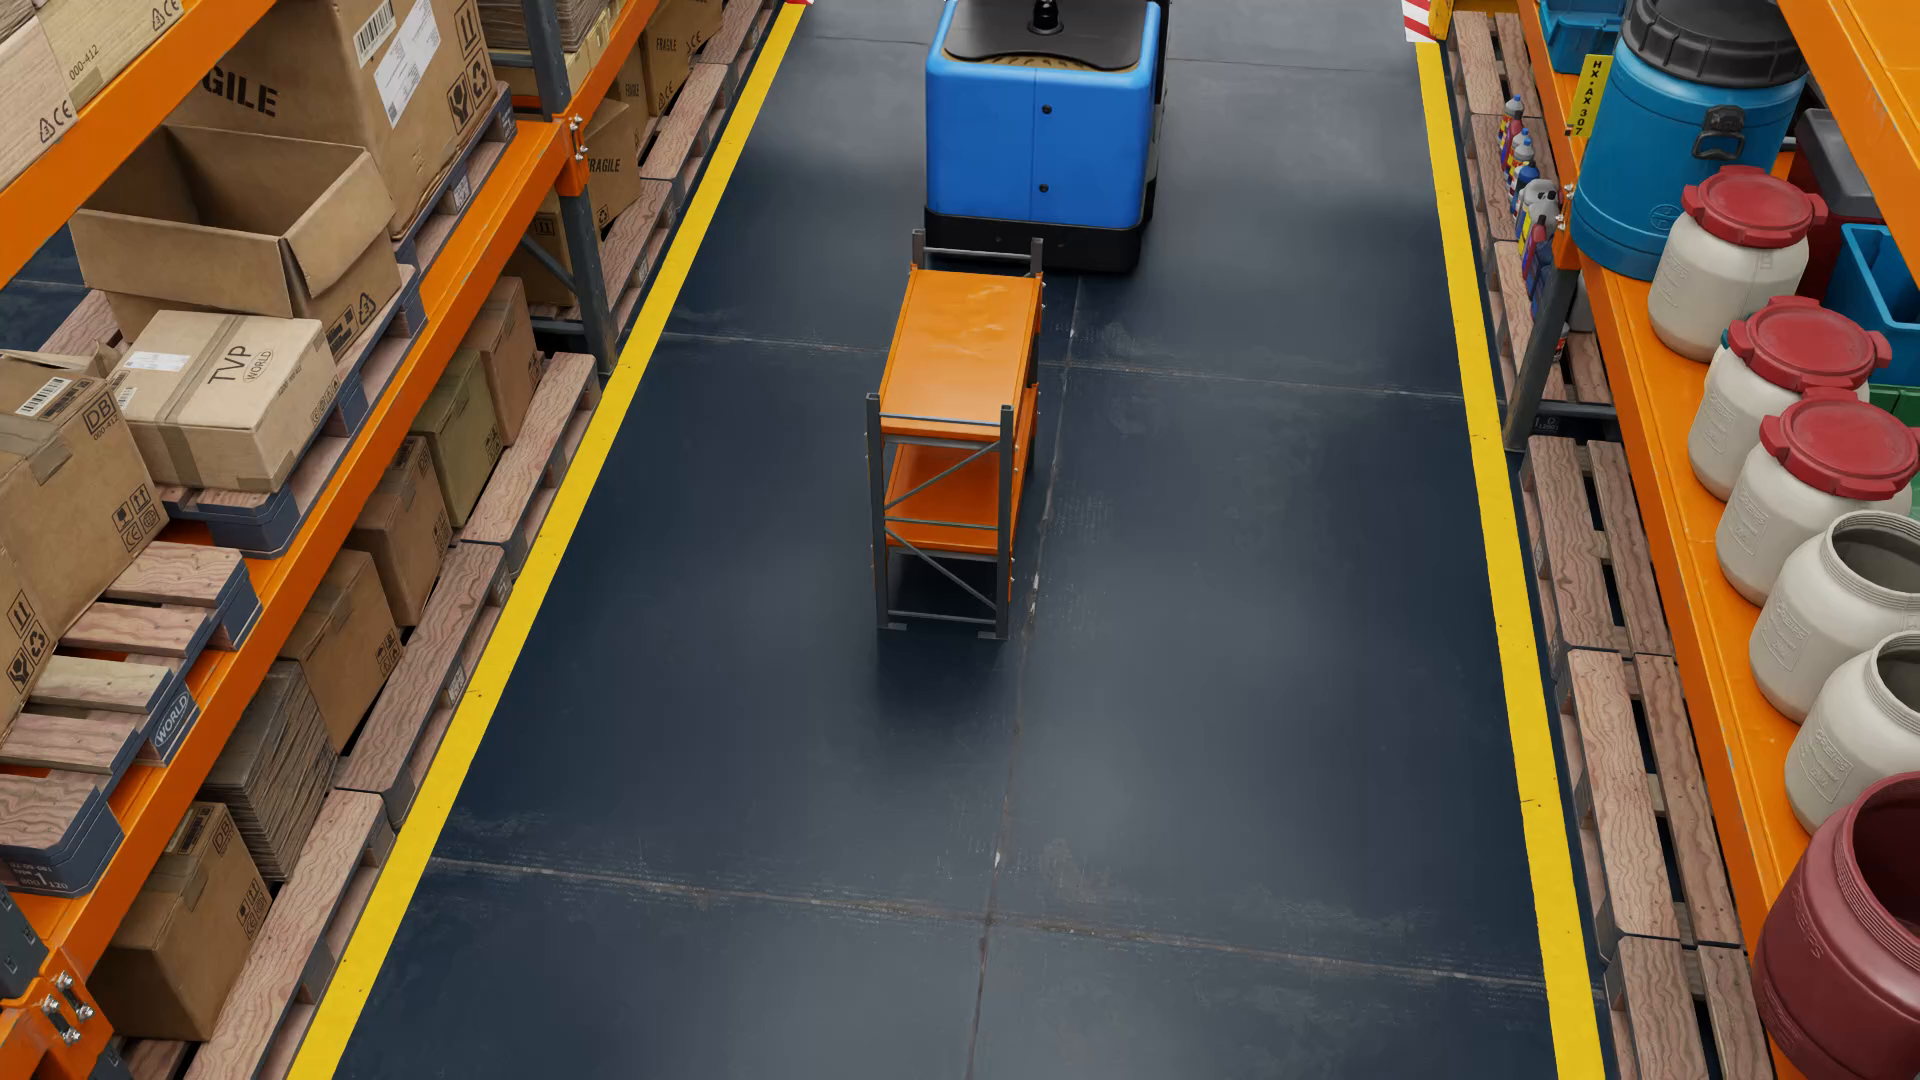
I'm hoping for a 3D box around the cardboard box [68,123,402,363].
[{"bbox_3d":[-2.205,-0.913,5.152,0.797,0.503,0.637,9,44,10],"label":"cardboard box"}]

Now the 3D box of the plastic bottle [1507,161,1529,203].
[{"bbox_3d":[2.751,-1.755,8.137,0.097,0.201,0.097,0,43,0],"label":"plastic bottle"}]

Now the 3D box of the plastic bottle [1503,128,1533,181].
[{"bbox_3d":[2.777,-1.916,8.257,0.097,0.271,0.097,0,43,0],"label":"plastic bottle"}]

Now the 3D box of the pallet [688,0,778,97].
[{"bbox_3d":[-1.691,-3.024,9.790,1.003,0.211,1.213,5,44,6],"label":"pallet"}]

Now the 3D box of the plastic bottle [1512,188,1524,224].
[{"bbox_3d":[2.724,-1.615,7.989,0.097,0.201,0.097,0,43,0],"label":"plastic bottle"}]

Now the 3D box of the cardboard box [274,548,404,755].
[{"bbox_3d":[-2.399,0.337,5.711,0.700,0.500,0.500,9,44,9],"label":"cardboard box"}]

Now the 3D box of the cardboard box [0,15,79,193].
[{"bbox_3d":[-2.213,-0.868,3.412,0.500,0.250,0.500,6,44,7],"label":"cardboard box"}]

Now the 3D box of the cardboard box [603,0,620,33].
[{"bbox_3d":[-1.689,-2.282,7.162,0.380,0.149,0.250,5,44,6],"label":"cardboard box"}]

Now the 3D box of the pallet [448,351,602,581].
[{"bbox_3d":[-2.169,-0.369,6.986,1.003,0.211,1.213,5,44,6],"label":"pallet"}]

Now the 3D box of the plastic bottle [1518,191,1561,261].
[{"bbox_3d":[2.710,-1.476,7.734,0.144,0.351,0.185,5,44,5],"label":"plastic bottle"}]

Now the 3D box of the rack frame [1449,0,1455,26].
[{"bbox_3d":[3.371,-4.188,8.992,1.000,3.000,0.127,5,44,6],"label":"rack frame"}]

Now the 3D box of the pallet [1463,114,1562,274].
[{"bbox_3d":[3.131,-1.737,8.431,1.003,0.211,1.213,5,44,6],"label":"pallet"}]

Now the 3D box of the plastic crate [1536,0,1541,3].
[{"bbox_3d":[2.806,-2.496,7.396,0.530,0.136,0.437,5,44,6],"label":"plastic crate"}]

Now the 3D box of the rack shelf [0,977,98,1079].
[{"bbox_3d":[-2.861,2.438,2.517,1.077,0.370,4.000,5,44,6],"label":"rack shelf"}]

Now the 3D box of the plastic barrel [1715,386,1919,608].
[{"bbox_3d":[2.344,-0.085,4.559,0.433,0.535,0.433,0,43,0],"label":"plastic barrel"}]

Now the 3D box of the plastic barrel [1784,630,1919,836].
[{"bbox_3d":[2.238,0.503,3.956,0.421,0.512,0.421,0,43,0],"label":"plastic barrel"}]

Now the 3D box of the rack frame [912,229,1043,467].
[{"bbox_3d":[0.066,-0.750,6.724,0.500,1.125,0.032,5,44,6],"label":"rack frame"}]

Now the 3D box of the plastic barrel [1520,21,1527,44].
[{"bbox_3d":[3.360,-2.982,9.222,0.421,0.512,0.421,0,43,0],"label":"plastic barrel"}]

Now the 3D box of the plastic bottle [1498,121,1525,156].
[{"bbox_3d":[2.809,-2.054,8.453,0.097,0.201,0.097,0,43,0],"label":"plastic bottle"}]

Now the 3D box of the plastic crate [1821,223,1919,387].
[{"bbox_3d":[3.005,-0.676,5.294,0.392,0.384,0.575,5,44,6],"label":"plastic crate"}]

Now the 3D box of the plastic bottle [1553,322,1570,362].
[{"bbox_3d":[2.581,-0.881,7.214,0.097,0.201,0.097,0,43,0],"label":"plastic bottle"}]

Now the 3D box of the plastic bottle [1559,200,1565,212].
[{"bbox_3d":[2.815,-1.460,7.766,0.061,0.283,0.133,5,44,6],"label":"plastic bottle"}]

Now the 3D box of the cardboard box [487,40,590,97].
[{"bbox_3d":[-1.741,-1.940,6.800,0.380,0.149,0.250,5,44,6],"label":"cardboard box"}]

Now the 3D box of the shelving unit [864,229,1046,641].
[{"bbox_3d":[-0.001,-0.404,6.358,0.538,1.125,1.048,5,44,6],"label":"shelving unit"}]

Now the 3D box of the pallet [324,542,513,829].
[{"bbox_3d":[-2.328,0.465,6.106,1.003,0.211,1.213,5,44,6],"label":"pallet"}]

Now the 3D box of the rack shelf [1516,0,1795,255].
[{"bbox_3d":[3.107,-2.564,7.799,1.077,0.370,4.000,5,44,6],"label":"rack shelf"}]

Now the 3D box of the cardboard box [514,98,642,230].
[{"bbox_3d":[-1.907,-1.817,8.000,0.500,0.500,0.500,19,46,19],"label":"cardboard box"}]

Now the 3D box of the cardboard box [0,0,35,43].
[{"bbox_3d":[-2.208,-1.136,3.150,0.500,0.500,0.500,6,44,6],"label":"cardboard box"}]

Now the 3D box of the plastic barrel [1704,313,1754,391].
[{"bbox_3d":[2.515,-0.524,5.222,0.301,0.262,0.301,0,43,0],"label":"plastic barrel"}]

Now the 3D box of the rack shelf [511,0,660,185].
[{"bbox_3d":[-1.803,-3.014,8.275,1.077,0.370,4.000,5,44,6],"label":"rack shelf"}]

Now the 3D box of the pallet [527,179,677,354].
[{"bbox_3d":[-2.014,-1.361,8.034,1.003,0.211,1.213,5,44,6],"label":"pallet"}]

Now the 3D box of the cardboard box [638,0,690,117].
[{"bbox_3d":[-1.784,-2.624,8.852,0.500,0.500,0.500,9,44,9],"label":"cardboard box"}]

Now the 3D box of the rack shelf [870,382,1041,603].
[{"bbox_3d":[-0.001,-0.226,6.526,0.538,0.278,1.000,5,44,6],"label":"rack shelf"}]

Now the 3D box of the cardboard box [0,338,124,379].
[{"bbox_3d":[-2.643,-0.451,4.837,0.396,0.266,0.258,4,44,4],"label":"cardboard box"}]

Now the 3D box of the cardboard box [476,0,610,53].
[{"bbox_3d":[-1.947,-2.358,6.769,0.875,0.500,0.500,5,44,6],"label":"cardboard box"}]

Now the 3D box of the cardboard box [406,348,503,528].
[{"bbox_3d":[-2.252,-0.425,6.515,0.700,0.500,0.500,5,44,5],"label":"cardboard box"}]

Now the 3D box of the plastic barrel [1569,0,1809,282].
[{"bbox_3d":[2.491,-1.408,5.691,0.600,0.901,0.708,5,44,6],"label":"plastic barrel"}]

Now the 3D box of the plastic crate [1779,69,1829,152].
[{"bbox_3d":[3.037,-1.785,6.498,0.767,0.338,0.504,5,44,6],"label":"plastic crate"}]

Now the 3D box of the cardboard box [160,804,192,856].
[{"bbox_3d":[-2.537,0.830,4.644,0.500,0.250,0.500,7,44,7],"label":"cardboard box"}]

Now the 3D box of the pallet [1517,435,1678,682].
[{"bbox_3d":[2.777,0.089,6.502,1.003,0.211,1.213,5,44,6],"label":"pallet"}]

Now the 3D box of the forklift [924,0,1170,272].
[{"bbox_3d":[0.557,-3.374,8.182,1.130,2.935,3.031,6,44,6],"label":"forklift"}]

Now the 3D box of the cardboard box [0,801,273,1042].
[{"bbox_3d":[-2.527,1.103,4.901,0.700,0.500,0.500,3,44,3],"label":"cardboard box"}]

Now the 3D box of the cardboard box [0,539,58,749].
[{"bbox_3d":[-2.564,0.253,3.923,0.500,0.500,0.500,0,43,0],"label":"cardboard box"}]

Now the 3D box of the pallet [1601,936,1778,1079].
[{"bbox_3d":[2.454,1.752,4.746,1.003,0.211,1.213,5,44,6],"label":"pallet"}]

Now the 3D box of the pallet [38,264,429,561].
[{"bbox_3d":[-2.375,-0.469,5.204,1.003,0.211,1.213,5,44,6],"label":"pallet"}]

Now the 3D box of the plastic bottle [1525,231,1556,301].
[{"bbox_3d":[2.667,-1.256,7.501,0.144,0.351,0.185,3,44,3],"label":"plastic bottle"}]

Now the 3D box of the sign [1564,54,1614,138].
[{"bbox_3d":[2.298,-1.620,6.078,0.100,0.325,0.005,5,44,6],"label":"sign"}]
